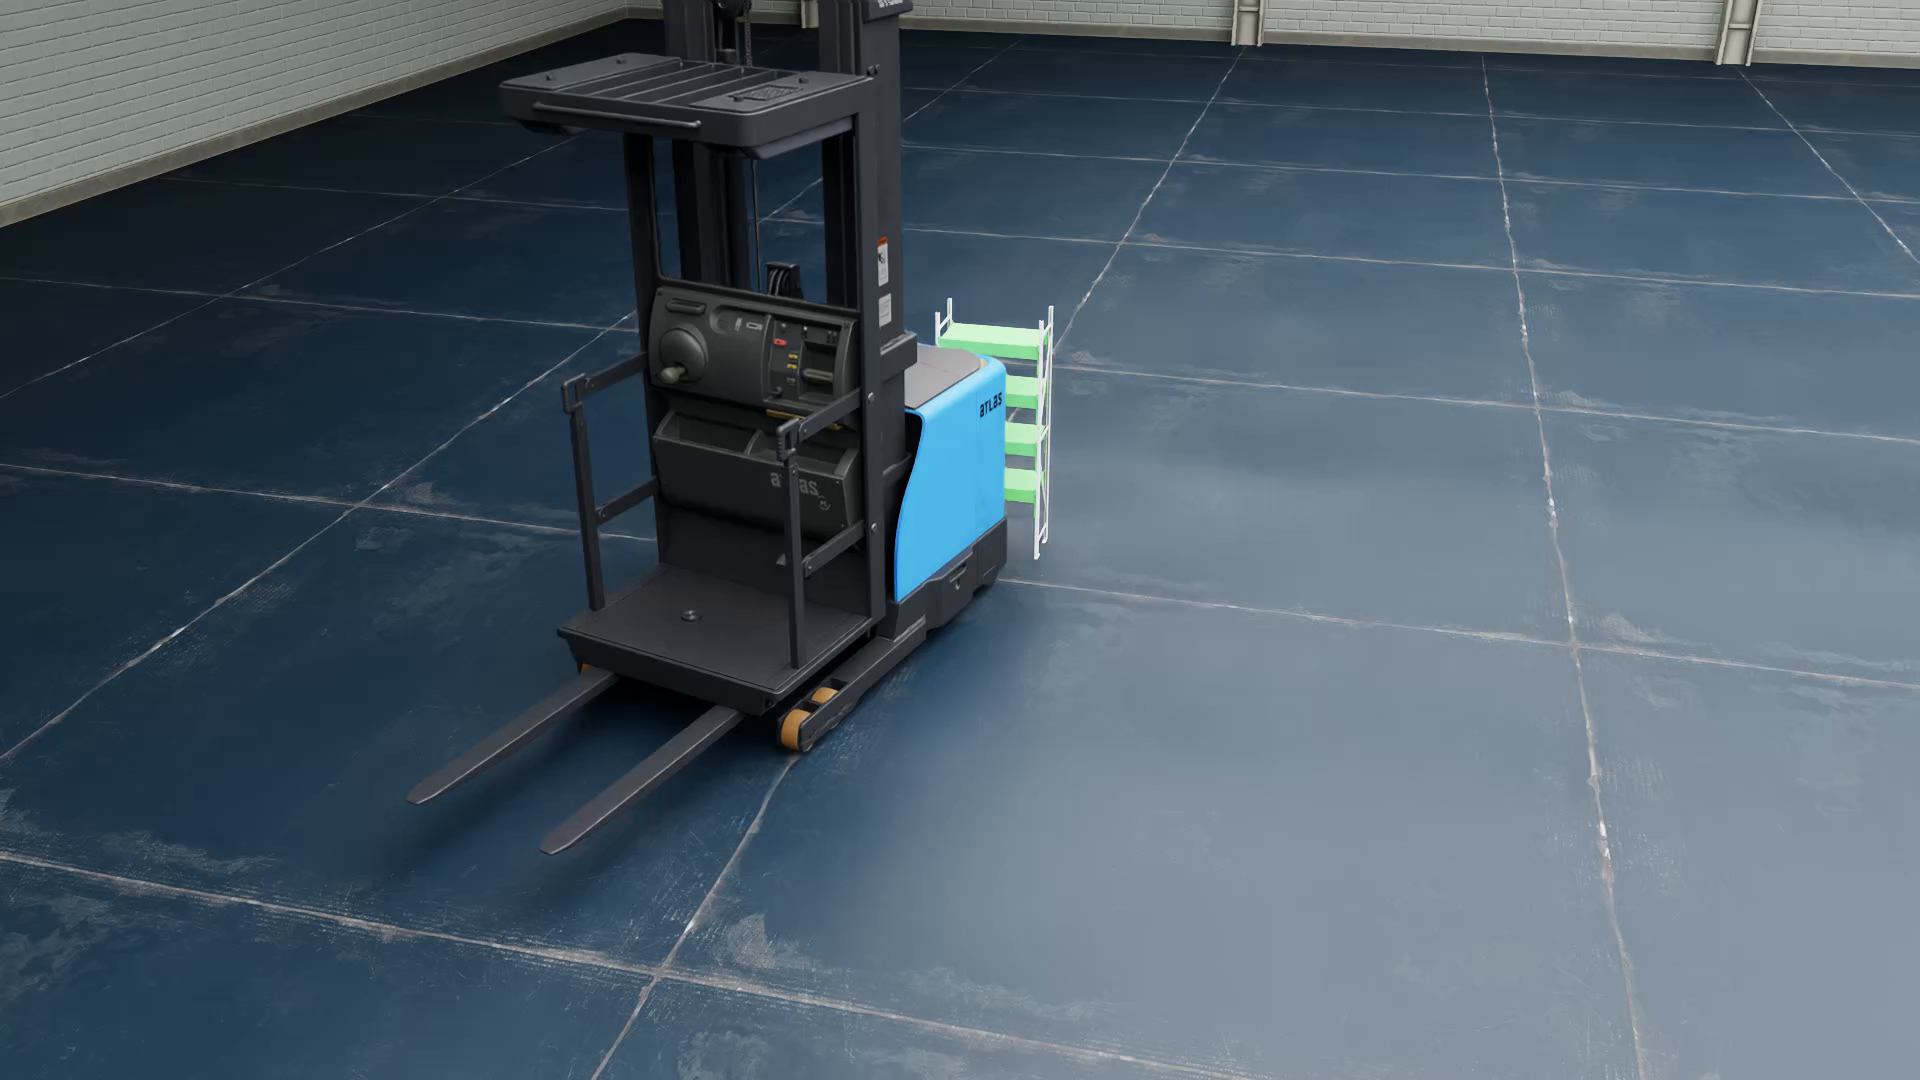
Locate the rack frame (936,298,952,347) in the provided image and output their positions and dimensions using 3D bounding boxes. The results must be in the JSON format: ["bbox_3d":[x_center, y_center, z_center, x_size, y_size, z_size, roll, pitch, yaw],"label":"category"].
[{"bbox_3d":[-0.076,-0.550,8.010,0.015,1.200,0.240,6,26,13],"label":"rack frame"}]

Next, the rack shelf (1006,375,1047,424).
[{"bbox_3d":[0.160,-0.683,7.879,0.480,0.148,0.258,6,26,13],"label":"rack shelf"}]

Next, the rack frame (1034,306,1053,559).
[{"bbox_3d":[0.397,-0.498,7.900,0.015,1.200,0.240,6,26,13],"label":"rack frame"}]

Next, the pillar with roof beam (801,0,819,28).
[{"bbox_3d":[-3.069,-9.508,17.751,0.400,9.000,9.100,6,26,13],"label":"pillar with roof beam"}]

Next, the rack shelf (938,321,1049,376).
[{"bbox_3d":[0.160,-0.900,7.776,0.480,0.148,0.258,6,26,13],"label":"rack shelf"}]

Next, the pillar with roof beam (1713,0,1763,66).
[{"bbox_3d":[8.553,-8.223,15.053,0.400,9.000,9.100,6,26,13],"label":"pillar with roof beam"}]

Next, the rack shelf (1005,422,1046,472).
[{"bbox_3d":[0.160,-0.466,7.982,0.480,0.148,0.258,6,26,13],"label":"rack shelf"}]

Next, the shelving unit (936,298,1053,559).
[{"bbox_3d":[0.160,-0.524,7.955,0.503,1.200,0.258,6,26,13],"label":"shelving unit"}]

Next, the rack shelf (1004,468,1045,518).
[{"bbox_3d":[0.160,-0.250,8.085,0.480,0.148,0.258,6,26,13],"label":"rack shelf"}]

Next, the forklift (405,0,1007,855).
[{"bbox_3d":[-0.927,-0.715,6.343,1.130,2.935,3.031,13,28,26],"label":"forklift"}]

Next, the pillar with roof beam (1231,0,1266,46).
[{"bbox_3d":[2.742,-8.865,16.402,0.400,9.000,9.100,6,26,13],"label":"pillar with roof beam"}]
